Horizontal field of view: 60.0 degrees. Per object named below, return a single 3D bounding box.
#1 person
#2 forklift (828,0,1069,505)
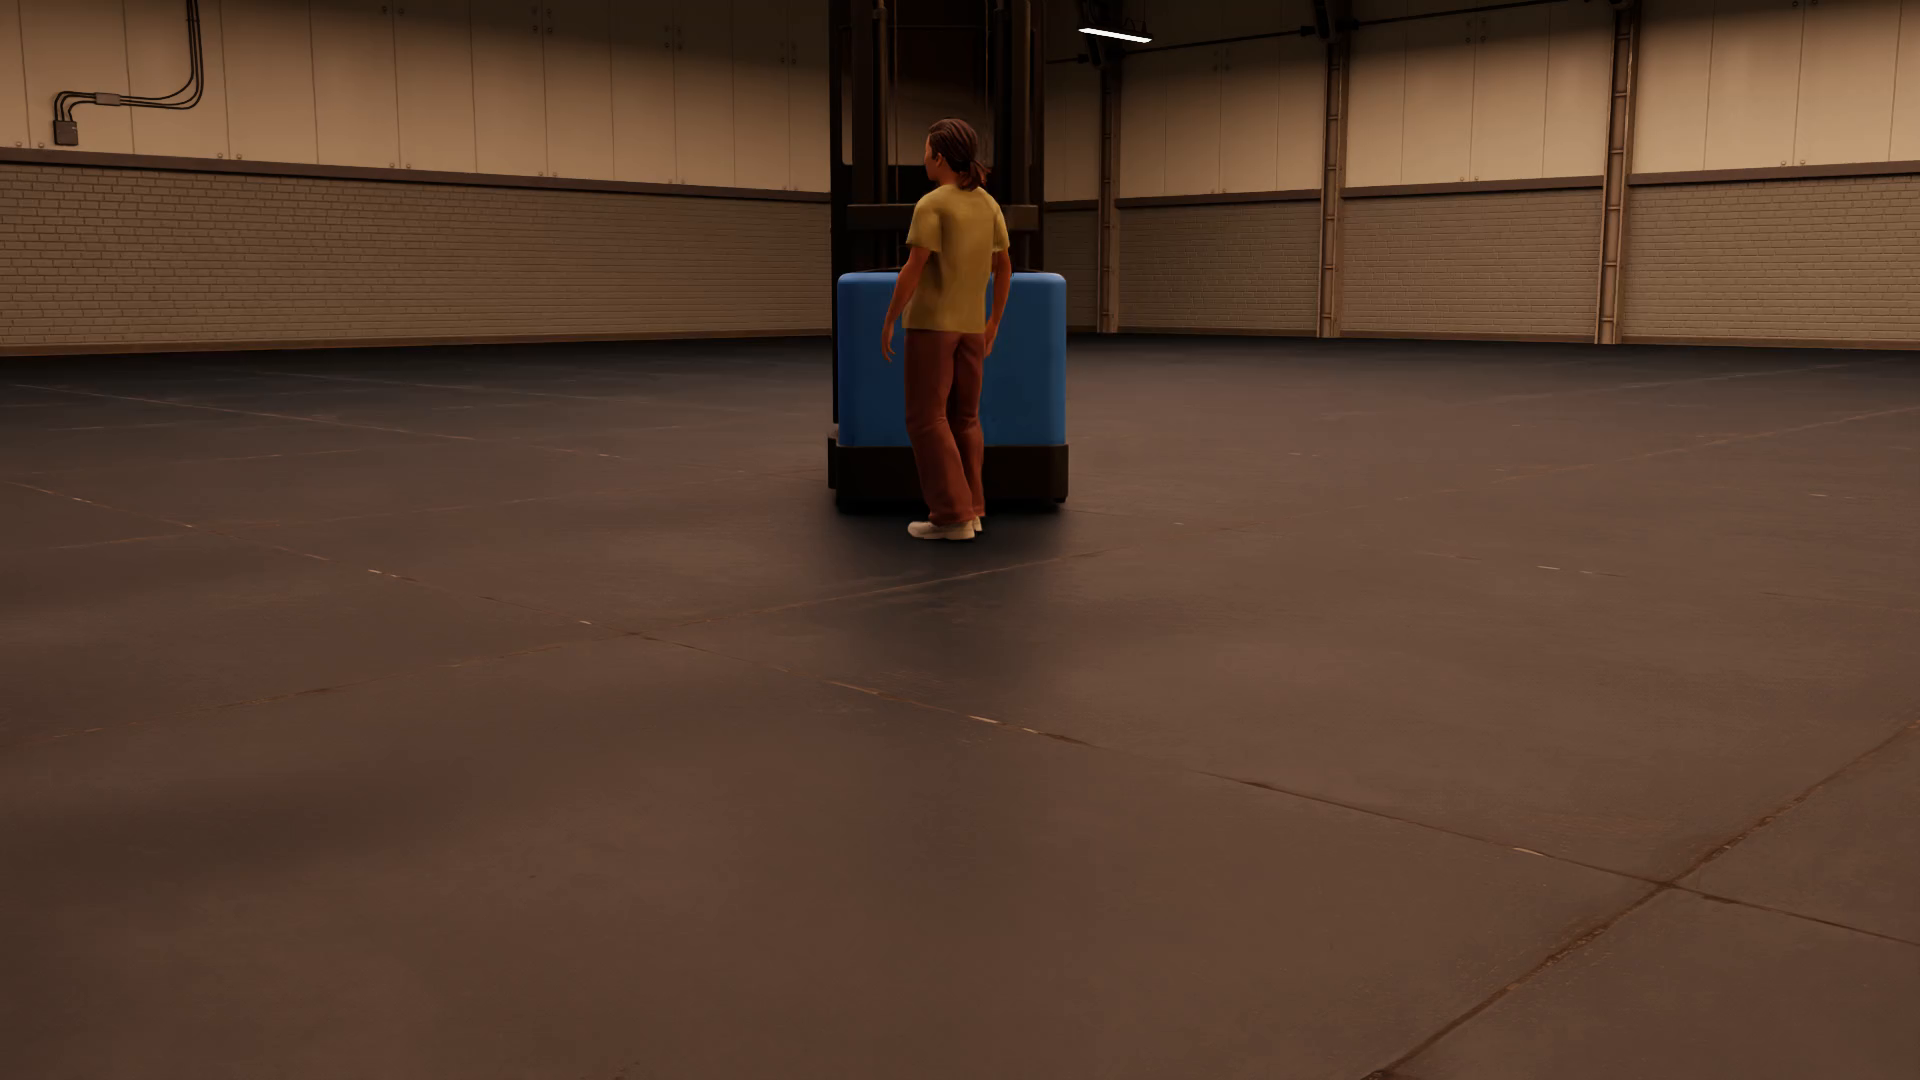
[{"bbox_3d":[-0.093,-0.825,6.656,0.585,1.665,0.552,-8,12,-43],"label":"person"},{"bbox_3d":[-0.135,-1.782,8.712,1.130,2.935,3.031,-1,9,-4],"label":"forklift"}]
